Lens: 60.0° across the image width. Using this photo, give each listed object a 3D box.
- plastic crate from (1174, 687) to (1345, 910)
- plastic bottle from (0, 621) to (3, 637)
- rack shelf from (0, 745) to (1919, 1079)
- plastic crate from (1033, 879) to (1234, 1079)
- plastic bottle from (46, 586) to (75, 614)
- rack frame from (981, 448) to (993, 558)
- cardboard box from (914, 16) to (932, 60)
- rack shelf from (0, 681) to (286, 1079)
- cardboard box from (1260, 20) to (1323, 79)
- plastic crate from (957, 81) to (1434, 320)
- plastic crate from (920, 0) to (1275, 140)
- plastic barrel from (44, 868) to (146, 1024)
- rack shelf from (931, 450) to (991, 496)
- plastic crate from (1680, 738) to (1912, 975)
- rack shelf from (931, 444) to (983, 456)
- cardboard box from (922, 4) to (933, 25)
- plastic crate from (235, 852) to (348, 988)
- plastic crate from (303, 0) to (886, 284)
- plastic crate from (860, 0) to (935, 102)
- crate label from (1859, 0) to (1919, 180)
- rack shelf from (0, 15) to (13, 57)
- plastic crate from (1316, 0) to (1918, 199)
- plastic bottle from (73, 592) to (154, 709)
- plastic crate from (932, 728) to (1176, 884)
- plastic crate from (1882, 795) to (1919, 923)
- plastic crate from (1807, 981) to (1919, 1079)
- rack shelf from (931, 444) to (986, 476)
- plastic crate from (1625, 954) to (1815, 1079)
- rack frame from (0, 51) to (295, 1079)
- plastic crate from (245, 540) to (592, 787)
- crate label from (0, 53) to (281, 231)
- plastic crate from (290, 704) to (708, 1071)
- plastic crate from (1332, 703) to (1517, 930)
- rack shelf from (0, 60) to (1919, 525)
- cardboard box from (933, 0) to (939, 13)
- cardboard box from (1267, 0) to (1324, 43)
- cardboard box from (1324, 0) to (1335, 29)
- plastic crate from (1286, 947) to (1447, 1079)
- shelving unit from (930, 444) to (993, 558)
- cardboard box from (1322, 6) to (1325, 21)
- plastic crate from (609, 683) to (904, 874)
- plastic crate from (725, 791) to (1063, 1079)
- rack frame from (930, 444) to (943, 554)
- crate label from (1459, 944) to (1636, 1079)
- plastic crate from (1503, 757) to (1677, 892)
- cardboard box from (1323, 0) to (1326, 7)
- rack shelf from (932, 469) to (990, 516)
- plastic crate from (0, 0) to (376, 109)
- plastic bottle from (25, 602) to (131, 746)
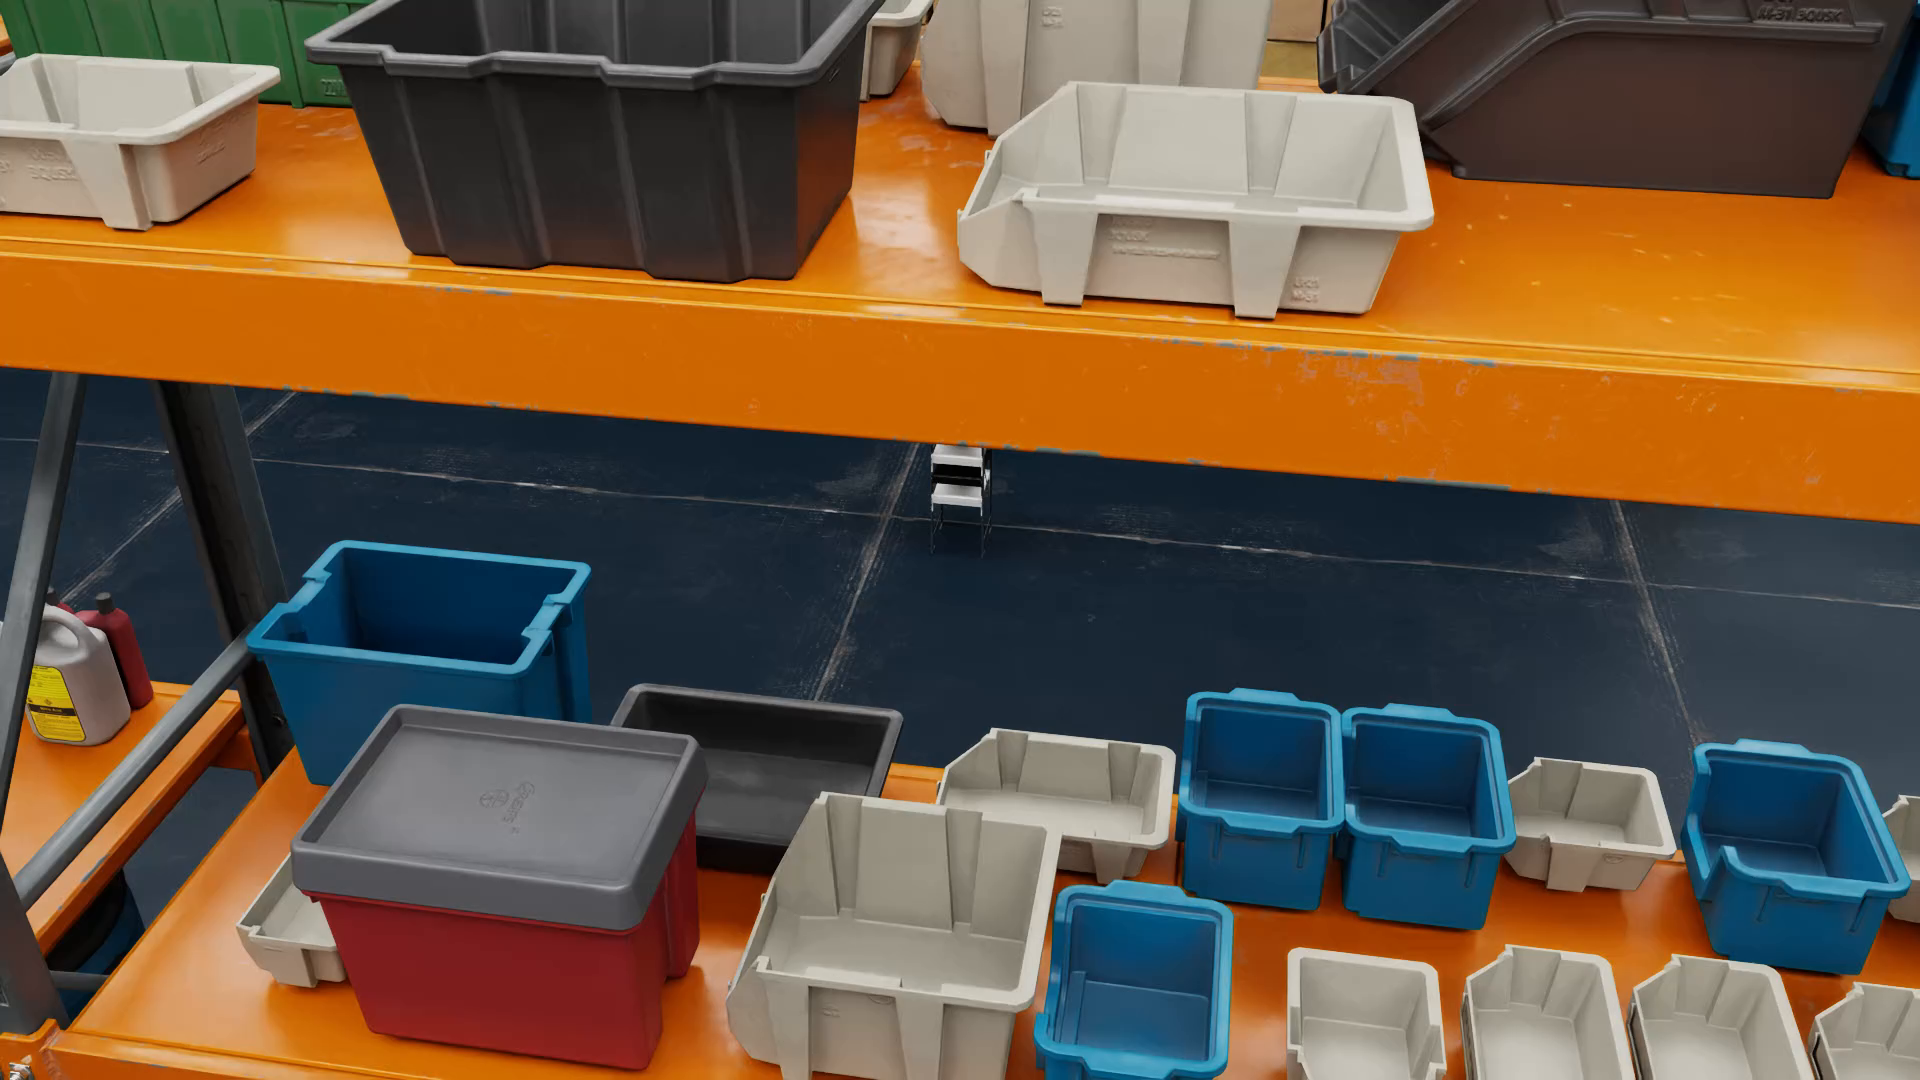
[{"bbox_3d":[0.573,0.508,3.213,0.300,0.233,0.416,5,32,8],"label":"plastic crate"},{"bbox_3d":[-2.126,0.259,3.696,0.097,0.201,0.097,0,32,0],"label":"plastic bottle"},{"bbox_3d":[0.383,0.927,3.120,4.000,0.370,1.077,5,32,8],"label":"rack shelf"},{"bbox_3d":[0.287,0.797,2.751,0.300,0.233,0.416,5,32,8],"label":"plastic crate"},{"bbox_3d":[-2.009,0.225,3.673,0.133,0.283,0.061,5,32,8],"label":"plastic bottle"},{"bbox_3d":[0.108,-0.372,6.496,0.006,0.900,0.240,5,32,8],"label":"rack frame"},{"bbox_3d":[-0.294,-2.001,7.025,0.500,0.500,0.500,6,33,9],"label":"cardboard box"},{"bbox_3d":[-3.560,0.570,3.690,4.000,0.370,1.077,5,32,8],"label":"rack shelf"},{"bbox_3d":[1.205,-1.866,6.810,0.500,0.500,0.500,5,32,8],"label":"cardboard box"},{"bbox_3d":[0.276,-0.414,2.005,0.530,0.136,0.437,5,32,8],"label":"plastic crate"},{"bbox_3d":[0.222,-0.780,2.453,0.530,0.282,0.437,5,32,8],"label":"plastic crate"},{"bbox_3d":[-2.121,1.098,3.751,0.708,0.901,0.600,5,32,8],"label":"plastic barrel"},{"bbox_3d":[0.008,-0.276,6.576,0.200,0.077,0.258,5,32,8],"label":"rack shelf"},{"bbox_3d":[1.518,0.593,3.076,0.300,0.233,0.416,5,32,8],"label":"plastic crate"},{"bbox_3d":[0.008,-0.429,6.480,0.200,0.077,0.258,5,32,8],"label":"rack shelf"},{"bbox_3d":[-0.334,-2.424,6.758,0.500,0.500,0.500,6,33,9],"label":"cardboard box"},{"bbox_3d":[-1.153,0.646,3.082,0.243,0.136,0.396,5,32,8],"label":"plastic crate"},{"bbox_3d":[-0.410,-0.518,2.047,0.590,0.269,0.497,5,32,8],"label":"plastic crate"},{"bbox_3d":[-0.270,-0.801,2.625,0.466,0.136,0.293,5,32,8],"label":"plastic crate"},{"bbox_3d":[1.500,-0.659,2.289,0.502,0.251,0.408,5,32,8],"label":"crate label"},{"bbox_3d":[-3.560,-0.701,2.894,4.000,0.370,1.077,5,32,8],"label":"rack shelf"},{"bbox_3d":[0.895,-0.725,2.312,0.767,0.338,0.504,5,32,8],"label":"plastic crate"},{"bbox_3d":[-1.878,0.237,3.654,0.133,0.283,0.061,5,32,8],"label":"plastic bottle"},{"bbox_3d":[0.179,0.528,3.271,0.466,0.136,0.293,5,32,8],"label":"plastic crate"},{"bbox_3d":[1.865,0.621,3.123,0.298,0.136,0.250,5,32,8],"label":"plastic crate"},{"bbox_3d":[1.521,0.909,2.663,0.243,0.136,0.396,5,32,8],"label":"plastic crate"},{"bbox_3d":[0.008,-0.352,6.528,0.200,0.077,0.258,5,32,8],"label":"rack shelf"},{"bbox_3d":[1.237,0.876,2.716,0.243,0.136,0.396,5,32,8],"label":"plastic crate"},{"bbox_3d":[-1.589,0.445,3.211,0.053,2.616,0.949,5,32,8],"label":"rack frame"},{"bbox_3d":[-1.070,0.288,3.421,0.575,0.384,0.392,5,32,8],"label":"plastic crate"},{"bbox_3d":[-1.154,-0.521,2.177,0.466,0.136,0.293,5,32,8],"label":"crate label"},{"bbox_3d":[-0.750,0.602,2.844,0.583,0.464,0.402,5,32,8],"label":"plastic crate"},{"bbox_3d":[0.869,0.535,3.170,0.300,0.233,0.416,5,32,8],"label":"plastic crate"},{"bbox_3d":[0.383,-0.344,2.324,4.000,0.370,1.077,5,32,8],"label":"rack shelf"},{"bbox_3d":[0.175,-2.378,6.685,0.500,0.500,0.500,4,32,7],"label":"cardboard box"},{"bbox_3d":[1.191,-2.286,6.538,0.500,0.500,0.500,6,33,10],"label":"cardboard box"},{"bbox_3d":[1.697,-2.240,6.465,0.500,0.500,0.500,6,33,10],"label":"cardboard box"},{"bbox_3d":[0.664,0.847,2.762,0.250,0.136,0.298,5,32,8],"label":"plastic crate"},{"bbox_3d":[0.008,-0.381,6.510,0.210,0.900,0.258,5,32,8],"label":"shelving unit"},{"bbox_3d":[1.795,-2.099,7.182,0.500,0.500,0.500,5,32,8],"label":"cardboard box"},{"bbox_3d":[-0.439,0.494,3.336,0.590,0.125,0.437,5,32,8],"label":"plastic crate"},{"bbox_3d":[-0.114,0.701,2.858,0.530,0.282,0.437,5,32,8],"label":"plastic crate"},{"bbox_3d":[-0.092,-0.390,6.525,0.006,0.900,0.240,5,32,8],"label":"rack frame"},{"bbox_3d":[0.959,0.864,2.735,0.243,0.136,0.396,5,32,8],"label":"crate label"},{"bbox_3d":[1.196,0.560,3.219,0.298,0.136,0.250,5,32,8],"label":"plastic crate"},{"bbox_3d":[1.790,-2.523,6.917,0.500,0.500,0.500,6,32,9],"label":"cardboard box"},{"bbox_3d":[0.008,-0.200,6.623,0.200,0.077,0.258,5,32,8],"label":"rack shelf"},{"bbox_3d":[-1.120,-0.858,2.666,0.662,0.188,0.450,5,32,8],"label":"plastic crate"},{"bbox_3d":[-1.920,0.260,3.554,0.185,0.351,0.144,5,32,8],"label":"plastic bottle"}]
